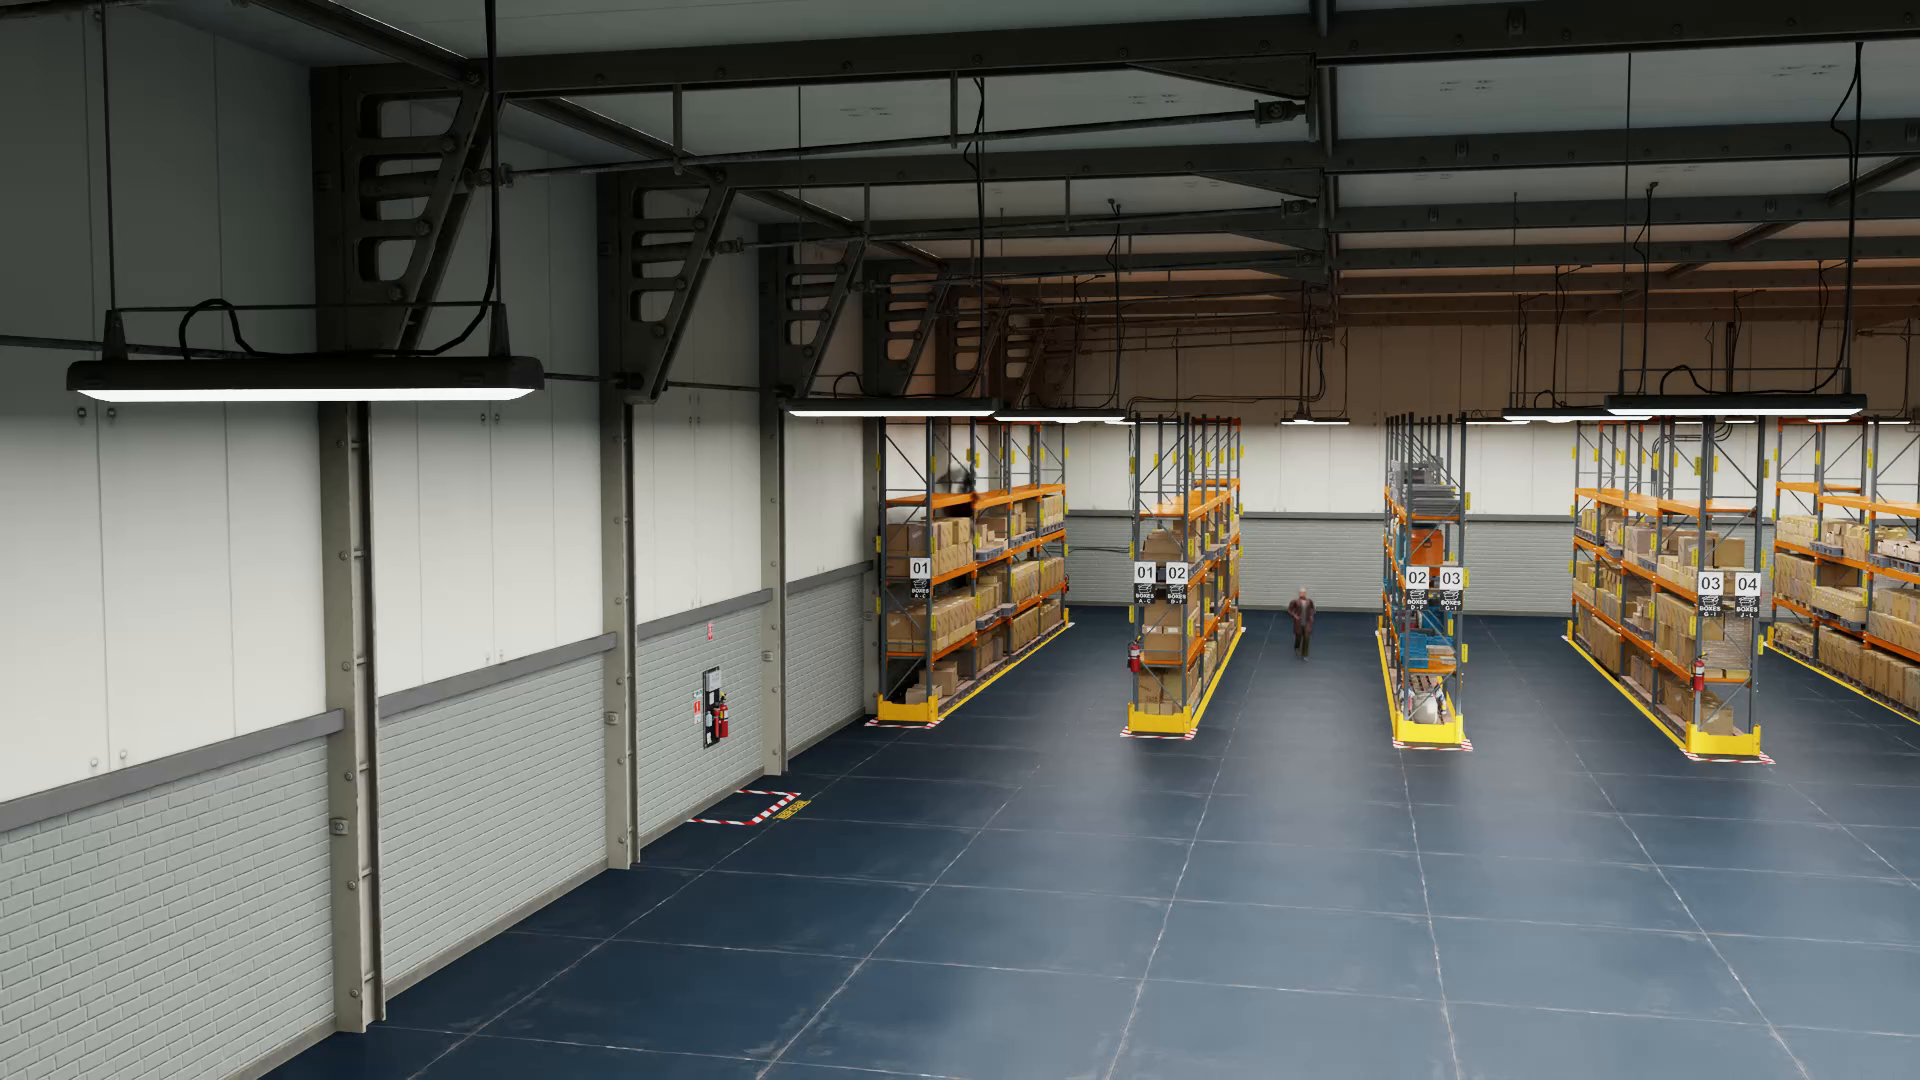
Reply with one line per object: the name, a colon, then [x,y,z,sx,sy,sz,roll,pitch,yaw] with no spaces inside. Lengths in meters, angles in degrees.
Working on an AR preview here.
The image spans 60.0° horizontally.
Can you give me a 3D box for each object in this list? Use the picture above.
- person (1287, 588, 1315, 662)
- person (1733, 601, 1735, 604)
person: [8.417,2.082,40.957,0.708,1.767,0.996,0,4,0]
person: [20.001,1.900,43.860,0.956,1.720,0.728,-3,5,-42]
